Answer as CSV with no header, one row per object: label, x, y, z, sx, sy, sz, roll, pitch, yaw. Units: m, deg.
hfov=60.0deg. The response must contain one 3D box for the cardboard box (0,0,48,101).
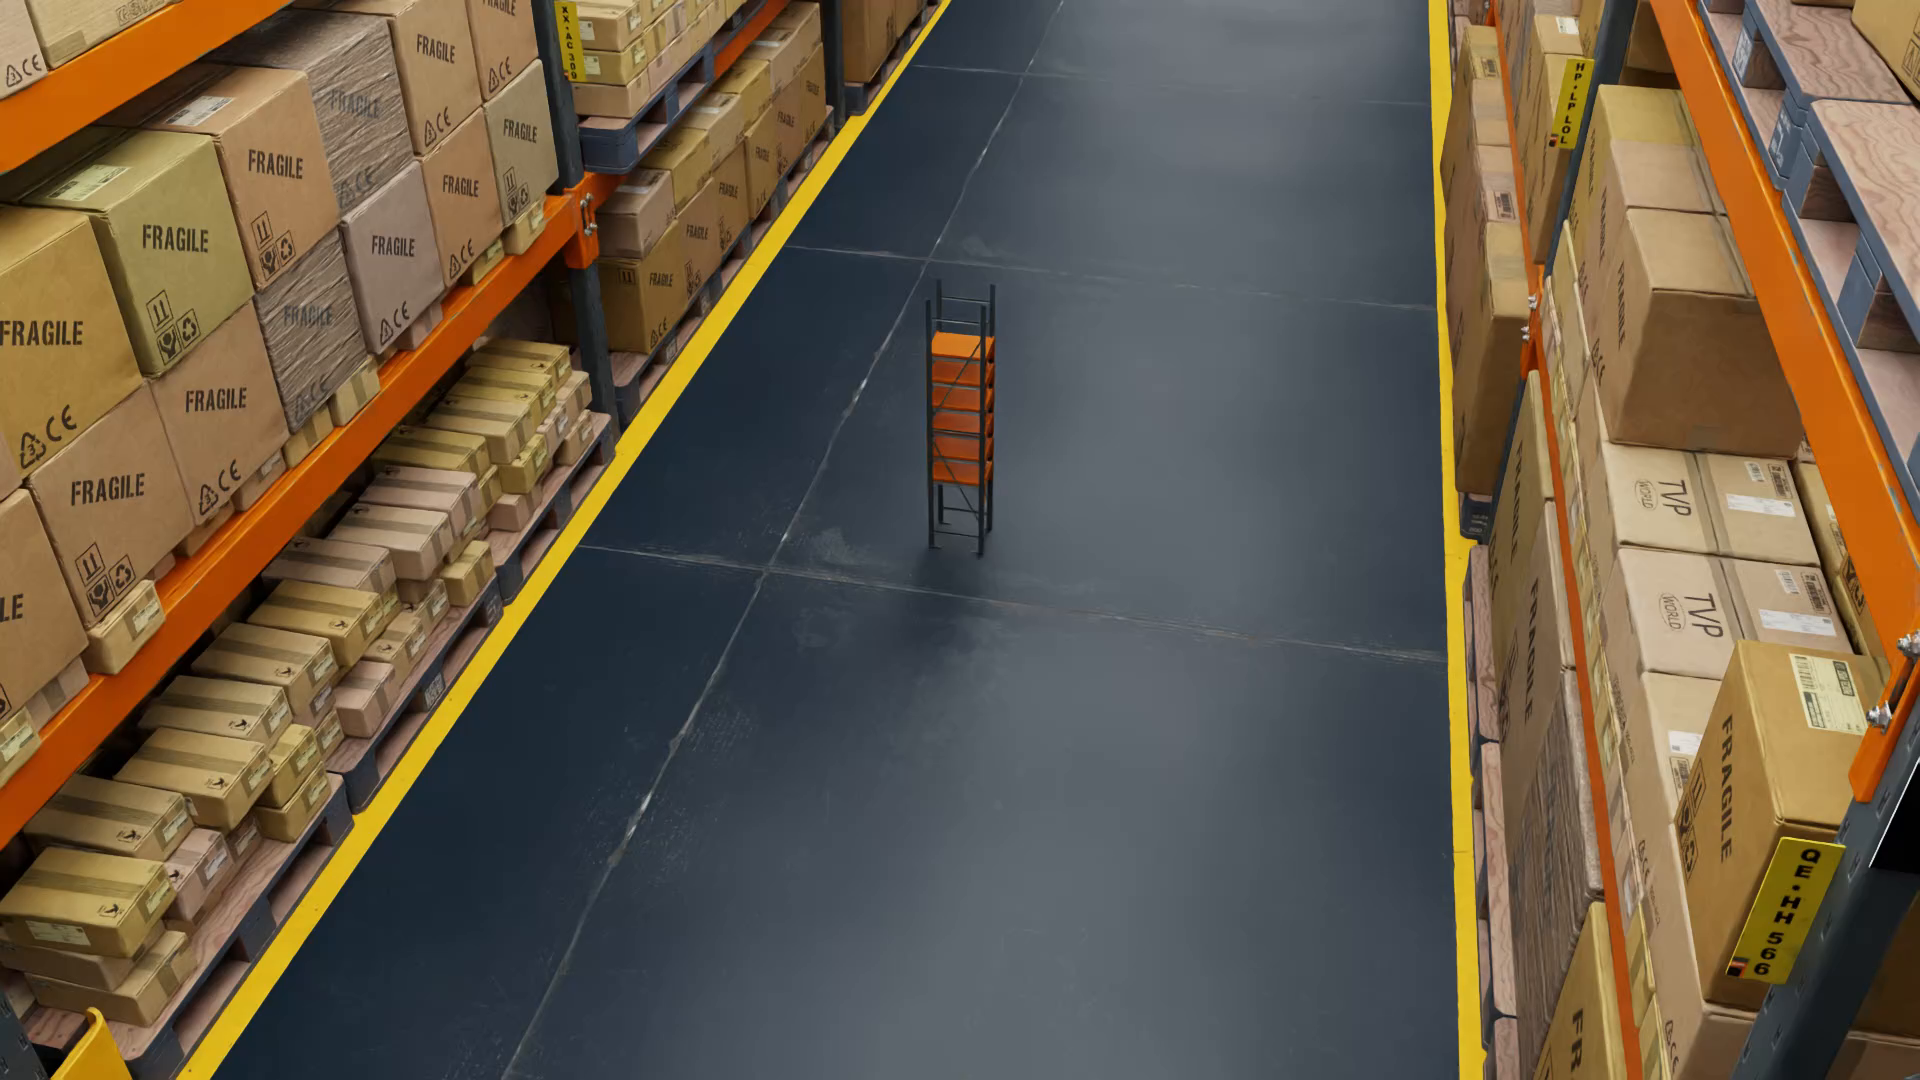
cardboard box,-2.506,-1.118,3.809,0.500,0.250,0.500,8,37,11

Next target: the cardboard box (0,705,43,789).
cardboard box,-2.579,0.519,4.192,0.380,0.149,0.250,7,37,10

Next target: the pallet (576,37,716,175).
pallet,-1.808,-2.073,7.718,1.003,0.211,1.213,7,37,10

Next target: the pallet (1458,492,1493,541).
pallet,2.801,-0.374,7.586,1.003,0.211,1.213,7,37,10

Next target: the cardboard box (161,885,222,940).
cardboard box,-2.568,1.126,5.212,0.380,0.149,0.250,7,37,10

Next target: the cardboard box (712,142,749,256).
cardboard box,-1.487,-1.885,9.067,0.500,0.500,0.500,8,37,11

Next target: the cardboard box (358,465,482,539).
cardboard box,-2.097,-0.150,6.466,0.380,0.149,0.250,6,36,8

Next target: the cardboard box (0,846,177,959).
cardboard box,-2.524,1.048,4.813,0.380,0.149,0.250,6,36,8

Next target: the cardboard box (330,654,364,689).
cardboard box,-2.384,0.398,5.963,0.380,0.149,0.250,9,37,12

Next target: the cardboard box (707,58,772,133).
cardboard box,-1.370,-2.481,9.250,0.500,0.250,0.500,8,37,11

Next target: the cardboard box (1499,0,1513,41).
cardboard box,3.087,-2.845,8.534,0.500,0.500,0.500,6,36,9

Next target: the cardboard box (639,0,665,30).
cardboard box,-1.527,-2.369,7.312,0.380,0.149,0.250,8,37,11

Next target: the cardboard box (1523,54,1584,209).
cardboard box,2.656,-1.677,6.923,0.500,0.500,0.500,8,37,11

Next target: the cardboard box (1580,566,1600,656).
cardboard box,1.937,0.222,4.602,0.380,0.149,0.250,8,37,11

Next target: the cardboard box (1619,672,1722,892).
cardboard box,1.809,0.580,3.768,0.500,0.250,0.500,7,36,9

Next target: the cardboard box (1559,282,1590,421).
cardboard box,2.243,-0.590,5.383,0.500,0.250,0.500,7,37,10

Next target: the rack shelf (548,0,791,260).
rack shelf,-1.687,-2.586,8.876,1.077,0.370,4.000,7,37,10

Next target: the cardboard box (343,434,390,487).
cardboard box,-2.546,-0.362,6.758,0.380,0.149,0.250,6,36,9

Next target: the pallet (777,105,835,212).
pallet,-1.428,-2.447,10.447,1.003,0.211,1.213,7,37,10

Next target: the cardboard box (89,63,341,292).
cardboard box,-2.273,-1.106,5.029,0.500,0.500,0.500,6,36,8

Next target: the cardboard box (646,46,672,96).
cardboard box,-1.527,-2.127,7.485,0.380,0.149,0.250,8,37,11

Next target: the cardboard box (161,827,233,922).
cardboard box,-2.492,1.008,5.121,0.380,0.149,0.250,7,37,10

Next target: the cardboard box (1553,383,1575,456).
cardboard box,2.156,-0.369,5.417,0.380,0.149,0.250,6,36,9

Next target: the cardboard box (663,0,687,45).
cardboard box,-1.472,-2.385,7.587,0.380,0.149,0.250,8,37,11

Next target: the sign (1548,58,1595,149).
sign,2.178,-1.551,5.914,0.100,0.325,0.005,7,37,10

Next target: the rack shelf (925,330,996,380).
rack shelf,0.003,-0.750,6.724,0.258,0.103,0.180,7,37,10

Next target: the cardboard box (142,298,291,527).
cardboard box,-2.396,-0.411,4.922,0.500,0.500,0.500,8,37,11

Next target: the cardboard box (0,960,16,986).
cardboard box,-3.059,1.218,5.084,0.380,0.149,0.250,8,37,11

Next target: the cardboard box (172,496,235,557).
cardboard box,-2.452,-0.098,5.043,0.380,0.149,0.250,7,37,10

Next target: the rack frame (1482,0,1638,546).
rack frame,2.710,-1.051,6.145,1.000,3.000,0.127,7,37,10

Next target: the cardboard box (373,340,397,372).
cardboard box,-2.225,-0.686,5.854,0.380,0.149,0.250,7,36,9

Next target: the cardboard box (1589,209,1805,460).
cardboard box,2.139,-0.592,4.746,0.500,0.500,0.500,6,36,8

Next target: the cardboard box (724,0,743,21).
cardboard box,-1.307,-2.717,8.299,0.380,0.149,0.250,7,36,9

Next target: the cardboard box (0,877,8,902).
cardboard box,-3.134,1.088,5.011,0.380,0.149,0.250,6,36,9

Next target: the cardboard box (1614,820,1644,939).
cardboard box,1.719,0.804,3.798,0.380,0.149,0.250,7,37,10

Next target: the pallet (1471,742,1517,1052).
pallet,2.213,1.205,5.407,1.003,0.211,1.213,7,37,10

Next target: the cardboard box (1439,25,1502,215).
cardboard box,3.397,-2.261,9.267,1.225,0.875,0.875,6,36,8

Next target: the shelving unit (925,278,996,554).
shelving unit,0.003,-0.494,6.909,0.258,1.200,0.189,7,37,10

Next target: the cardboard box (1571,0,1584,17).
cardboard box,3.114,-2.616,7.363,0.797,0.503,0.637,8,37,11

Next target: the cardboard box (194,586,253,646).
cardboard box,-2.777,0.230,5.941,0.380,0.149,0.250,6,36,8

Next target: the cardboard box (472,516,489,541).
cardboard box,-2.170,-0.045,6.828,0.380,0.149,0.250,6,36,9

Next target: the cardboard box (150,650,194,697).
cardboard box,-2.927,0.491,5.835,0.380,0.149,0.250,8,37,11

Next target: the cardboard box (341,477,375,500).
cardboard box,-2.547,-0.245,6.849,0.380,0.149,0.250,6,36,8

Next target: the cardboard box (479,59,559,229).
cardboard box,-1.941,-1.579,6.534,0.500,0.500,0.500,7,37,10

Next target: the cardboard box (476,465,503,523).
cardboard box,-2.105,-0.203,6.792,0.380,0.149,0.250,8,37,10

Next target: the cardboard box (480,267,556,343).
cardboard box,-2.202,-1.345,8.322,0.500,0.500,0.500,7,36,9

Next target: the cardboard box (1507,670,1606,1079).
cardboard box,2.109,1.033,4.721,0.875,0.875,0.875,7,37,10

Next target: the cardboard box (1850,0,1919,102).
cardboard box,2.216,-1.139,3.181,0.700,0.500,0.500,5,36,7

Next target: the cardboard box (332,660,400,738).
cardboard box,-2.260,0.560,5.993,0.380,0.149,0.250,6,36,8

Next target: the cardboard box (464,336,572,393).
cardboard box,-1.935,-0.751,7.295,0.380,0.149,0.250,8,37,11

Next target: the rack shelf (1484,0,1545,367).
rack shelf,3.137,-1.907,7.938,1.077,0.370,4.000,7,37,10

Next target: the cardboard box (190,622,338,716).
cardboard box,-2.363,0.436,5.657,0.380,0.149,0.250,9,37,12

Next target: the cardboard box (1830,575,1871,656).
cardboard box,2.437,0.354,4.080,0.500,0.250,0.500,6,36,8

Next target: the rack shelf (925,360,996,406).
rack shelf,0.003,-0.652,6.795,0.258,0.103,0.180,7,37,10

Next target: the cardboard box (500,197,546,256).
cardboard box,-1.895,-1.275,6.667,0.380,0.149,0.250,6,36,9
